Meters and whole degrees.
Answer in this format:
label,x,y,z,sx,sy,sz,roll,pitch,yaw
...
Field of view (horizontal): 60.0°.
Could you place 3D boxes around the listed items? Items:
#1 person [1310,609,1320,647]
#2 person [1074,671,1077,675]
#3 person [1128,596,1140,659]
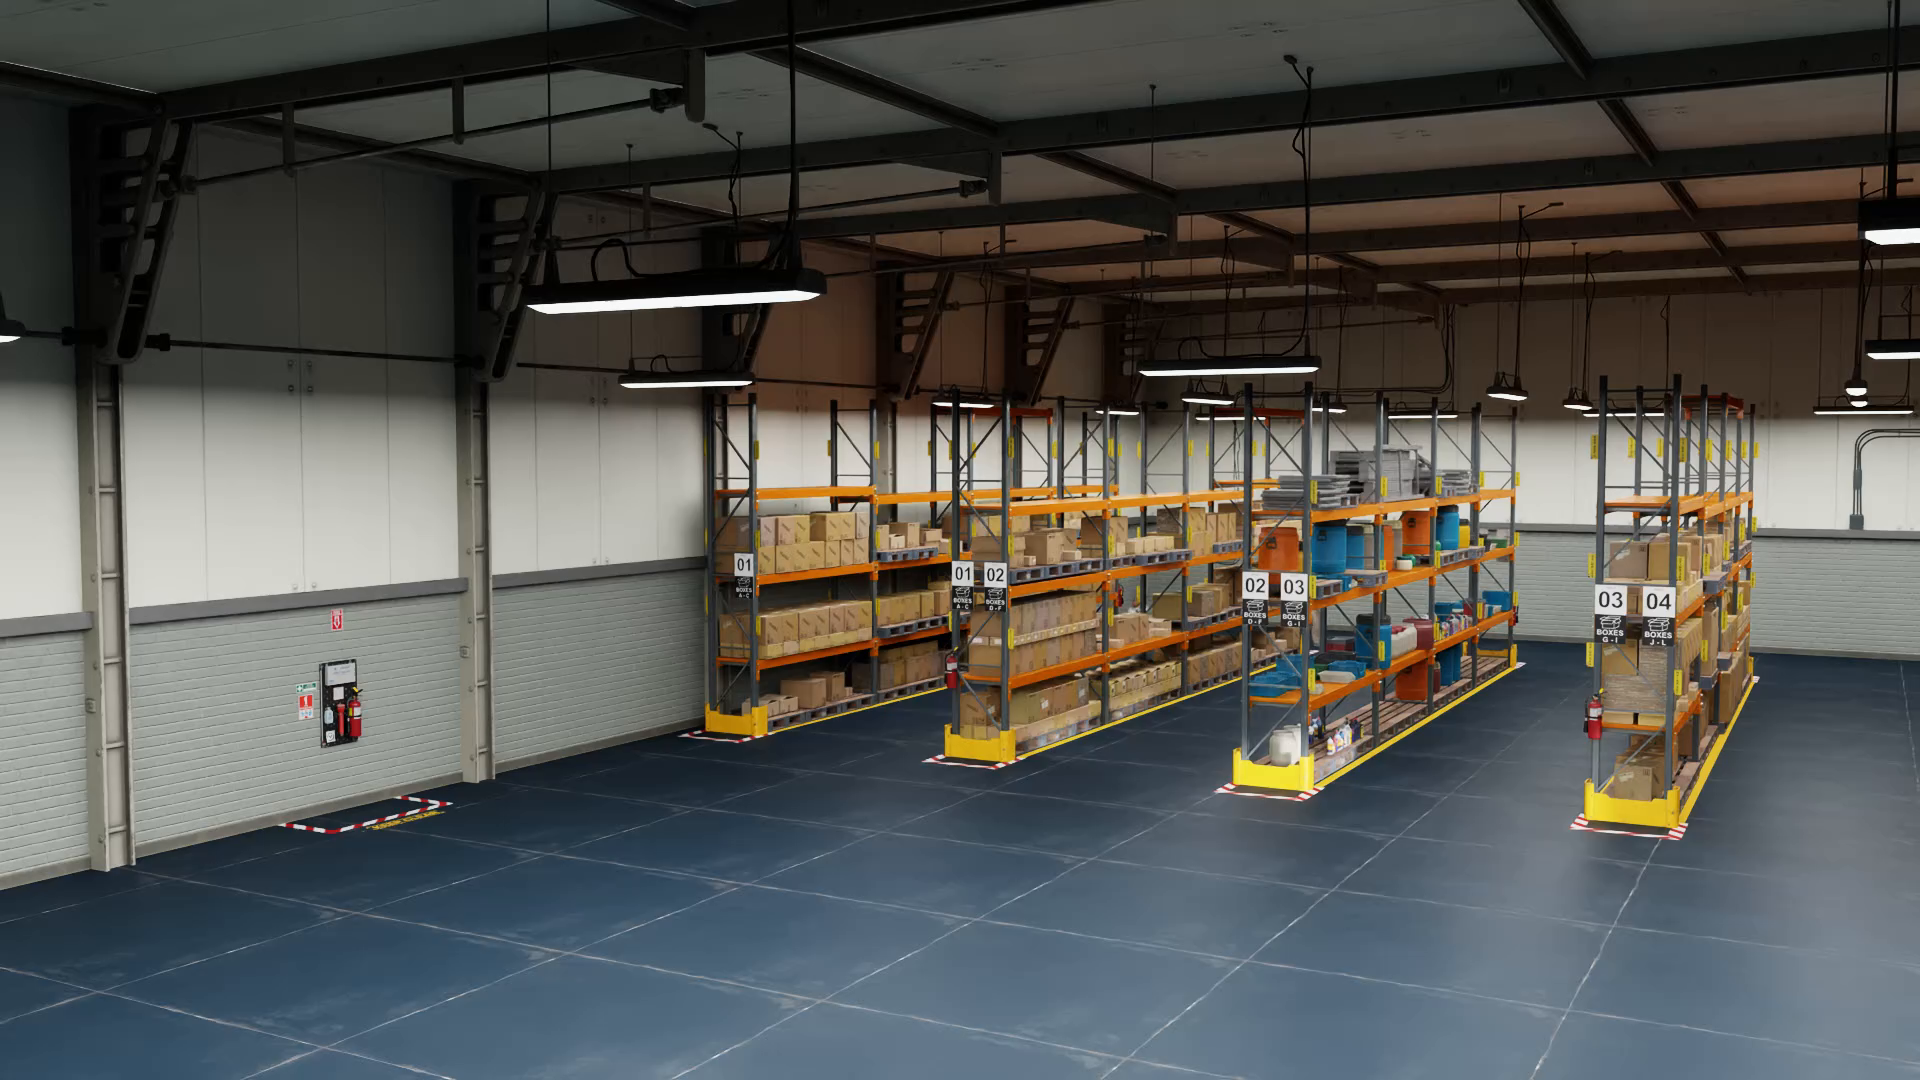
label,x,y,z,sx,sy,sz,roll,pitch,yaw
person,8.985,1.851,42.491,0.546,1.707,0.876,-3,4,-42
person,2.437,2.148,36.502,0.571,1.773,0.506,2,4,35
person,3.967,2.093,38.273,0.936,1.632,0.538,-3,4,-44
